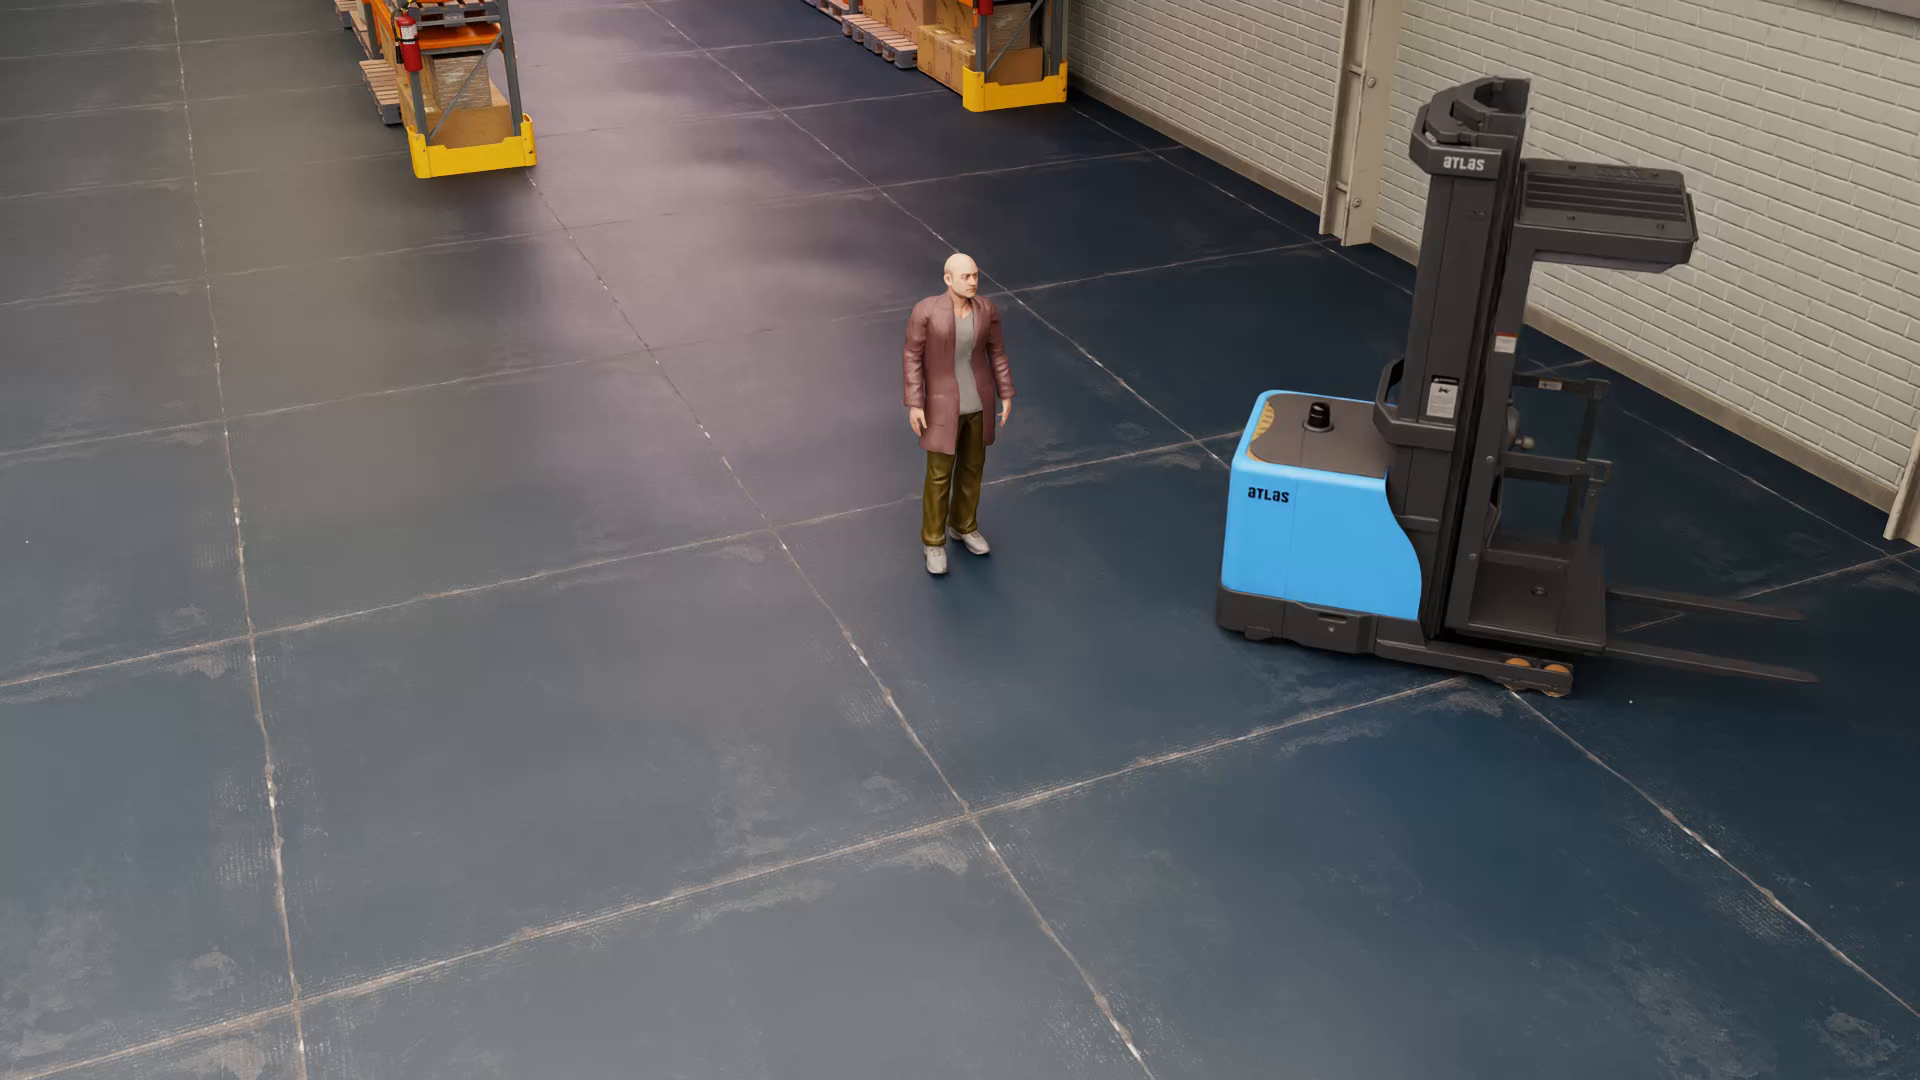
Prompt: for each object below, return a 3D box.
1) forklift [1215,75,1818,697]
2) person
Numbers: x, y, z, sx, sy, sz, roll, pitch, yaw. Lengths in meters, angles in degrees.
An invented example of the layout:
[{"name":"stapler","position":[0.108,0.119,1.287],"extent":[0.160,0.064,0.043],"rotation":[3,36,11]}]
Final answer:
[{"name":"forklift","position":[2.981,-0.752,8.435],"extent":[3.031,2.935,1.130],"rotation":[9,31,16]},{"name":"person","position":[0.033,-0.735,9.553],"extent":[0.696,1.778,0.579],"rotation":[-12,32,-20]}]
